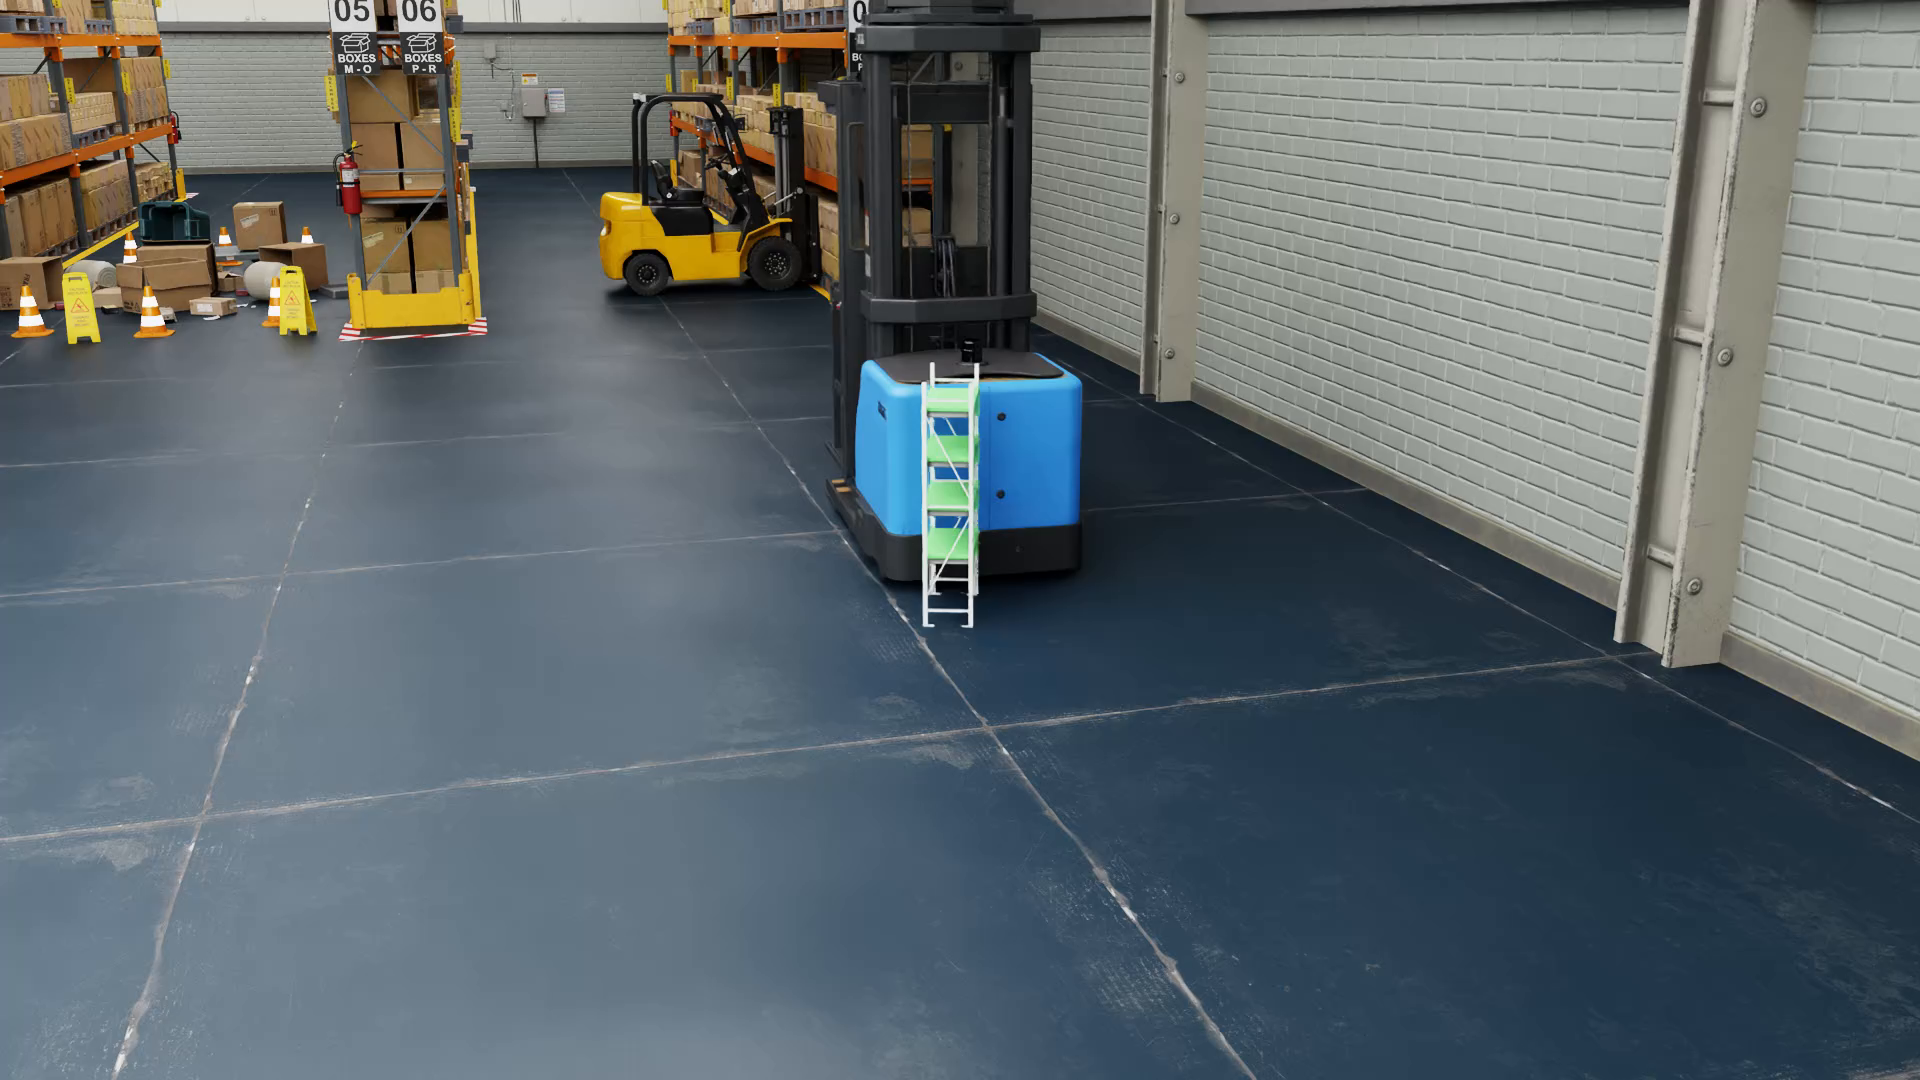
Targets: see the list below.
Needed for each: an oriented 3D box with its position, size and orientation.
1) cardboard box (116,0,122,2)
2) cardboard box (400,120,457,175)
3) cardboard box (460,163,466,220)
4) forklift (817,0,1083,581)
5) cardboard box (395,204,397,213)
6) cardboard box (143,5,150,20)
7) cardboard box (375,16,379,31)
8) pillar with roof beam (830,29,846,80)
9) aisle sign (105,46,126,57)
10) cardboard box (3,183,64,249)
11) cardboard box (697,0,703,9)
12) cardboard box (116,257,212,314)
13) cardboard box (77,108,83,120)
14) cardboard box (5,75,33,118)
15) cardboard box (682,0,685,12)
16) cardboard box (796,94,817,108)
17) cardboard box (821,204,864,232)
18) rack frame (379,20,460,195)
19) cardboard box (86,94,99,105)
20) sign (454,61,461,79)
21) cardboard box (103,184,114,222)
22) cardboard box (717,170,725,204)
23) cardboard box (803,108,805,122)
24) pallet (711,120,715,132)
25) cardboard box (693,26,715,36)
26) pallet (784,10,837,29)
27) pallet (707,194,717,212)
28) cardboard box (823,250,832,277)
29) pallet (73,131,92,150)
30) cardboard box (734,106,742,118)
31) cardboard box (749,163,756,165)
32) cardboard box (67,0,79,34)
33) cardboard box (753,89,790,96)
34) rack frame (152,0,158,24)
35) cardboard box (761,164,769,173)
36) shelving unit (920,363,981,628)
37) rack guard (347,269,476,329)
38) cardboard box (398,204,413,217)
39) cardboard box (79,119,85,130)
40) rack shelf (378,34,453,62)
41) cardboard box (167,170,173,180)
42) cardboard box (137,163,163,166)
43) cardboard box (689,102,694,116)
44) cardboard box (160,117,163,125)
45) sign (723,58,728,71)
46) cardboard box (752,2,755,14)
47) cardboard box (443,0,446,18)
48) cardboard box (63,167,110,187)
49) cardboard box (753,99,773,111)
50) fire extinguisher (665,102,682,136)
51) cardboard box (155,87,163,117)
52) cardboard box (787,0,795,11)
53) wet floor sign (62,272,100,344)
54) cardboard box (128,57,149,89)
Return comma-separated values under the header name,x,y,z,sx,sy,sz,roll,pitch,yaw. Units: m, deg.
name,x,y,z,sx,sy,sz,roll,pitch,yaw
cardboard box,-13.517,-8.599,26.350,0.380,0.149,0.250,-5,17,-17
cardboard box,-5.310,-3.929,16.628,0.500,0.500,0.500,-5,17,-16
cardboard box,-7.755,-5.180,24.446,0.875,0.875,0.875,-5,17,-16
forklift,-0.198,-1.576,9.605,1.130,2.935,3.031,-4,17,-13
cardboard box,-6.149,-3.507,17.532,0.380,0.149,0.250,-4,17,-14
cardboard box,-14.062,-8.948,28.204,0.500,0.250,0.500,-5,17,-17
cardboard box,-5.814,-4.979,16.036,0.380,0.149,0.250,-5,17,-15
pillar with roof beam,-5.788,-8.436,21.893,9.100,9.000,0.400,-5,17,-15
aisle sign,-14.884,-8.834,29.128,0.394,0.787,0.004,-5,17,-15
cardboard box,-12.052,-4.086,21.022,1.050,0.750,0.750,-4,17,-14
cardboard box,-4.046,-8.678,26.931,0.380,0.149,0.250,-5,17,-16
cardboard box,-8.364,-2.676,17.486,0.637,0.503,0.797,11,20,32
cardboard box,-12.539,-5.971,23.304,0.380,0.149,0.250,-5,17,-15
cardboard box,-11.980,-5.500,20.635,0.700,0.500,0.500,-5,17,-16
cardboard box,-4.622,-9.446,29.347,0.500,0.250,0.500,-4,17,-14
cardboard box,-1.763,-5.261,19.934,0.380,0.149,0.250,-4,17,-14
cardboard box,-1.247,-3.586,18.488,0.500,0.250,0.500,-4,17,-14
rack frame,-6.546,-4.692,19.859,1.000,3.000,0.127,-5,17,-15
cardboard box,-12.898,-6.469,24.448,0.380,0.149,0.250,-5,18,-17
sign,-9.318,-8.719,30.839,0.100,0.325,0.005,-5,17,-15
cardboard box,-12.613,-4.880,24.098,0.500,0.500,0.500,-5,17,-17
cardboard box,-3.631,-5.722,26.903,0.500,0.500,0.500,-5,18,-17
cardboard box,-1.701,-5.047,19.740,0.380,0.149,0.250,-5,17,-16
pallet,-3.413,-6.638,26.670,1.003,0.211,1.213,-5,17,-15
cardboard box,-4.356,-8.691,28.394,0.380,0.149,0.250,-5,17,-16
pallet,-1.515,-6.246,19.972,1.003,0.211,1.213,-5,17,-15
pallet,-3.713,-5.741,28.198,1.003,0.211,1.213,-5,17,-15
cardboard box,-1.236,-3.107,18.631,0.500,0.250,0.500,-5,17,-15
pallet,-12.675,-5.476,22.803,1.213,0.211,1.003,-5,17,-15
cardboard box,-3.011,-6.216,24.323,0.500,0.250,0.500,-5,17,-15
cardboard box,-3.417,-5.850,26.199,0.380,0.149,0.250,-4,17,-14
cardboard box,-12.422,-7.181,22.755,0.500,0.500,0.500,-5,17,-15
cardboard box,-2.865,-6.596,25.293,0.500,0.500,0.500,-4,17,-13
rack frame,-14.575,-10.466,28.651,1.000,3.000,0.127,-5,17,-15
cardboard box,-2.910,-5.814,26.081,0.380,0.149,0.250,-4,17,-15
shelving unit,-0.041,-0.223,8.110,0.258,1.200,0.503,1,17,3
rack guard,-5.468,-2.410,16.606,1.175,0.500,0.348,-5,17,-15
cardboard box,-6.344,-3.461,18.505,0.500,0.500,0.500,-4,17,-12
cardboard box,-12.530,-5.823,23.331,0.380,0.149,0.250,-4,17,-13
rack shelf,-7.096,-6.338,21.373,1.077,0.370,4.000,-5,17,-15
cardboard box,-14.156,-6.447,29.410,0.380,0.149,0.250,-5,17,-17
cardboard box,-14.172,-6.513,29.111,0.380,0.149,0.250,-4,17,-14
cardboard box,-4.499,-7.628,29.377,0.500,0.250,0.500,-5,17,-15
cardboard box,-14.182,-7.332,29.085,0.380,0.149,0.250,-5,17,-15
sign,-4.533,-9.149,32.135,0.100,0.325,0.005,-5,17,-15
cardboard box,-2.580,-7.145,22.342,0.380,0.149,0.250,-5,17,-16
cardboard box,-5.745,-5.678,17.669,0.500,0.250,0.500,-4,17,-14
cardboard box,-12.597,-5.231,23.963,0.500,0.250,0.500,-5,17,-15
cardboard box,-2.609,-5.940,22.710,0.380,0.149,0.250,-5,17,-17
fire extinguisher,-5.557,-8.194,32.298,0.296,0.674,0.183,-5,17,-15
cardboard box,-14.068,-7.536,28.635,0.500,0.500,0.500,-5,17,-16
cardboard box,-1.780,-6.479,19.846,0.500,0.311,0.500,-4,17,-14
wet floor sign,-8.267,-2.188,15.613,0.267,0.644,0.232,-8,18,-25
cardboard box,-13.771,-7.725,27.527,0.500,0.500,0.500,-5,18,-17
